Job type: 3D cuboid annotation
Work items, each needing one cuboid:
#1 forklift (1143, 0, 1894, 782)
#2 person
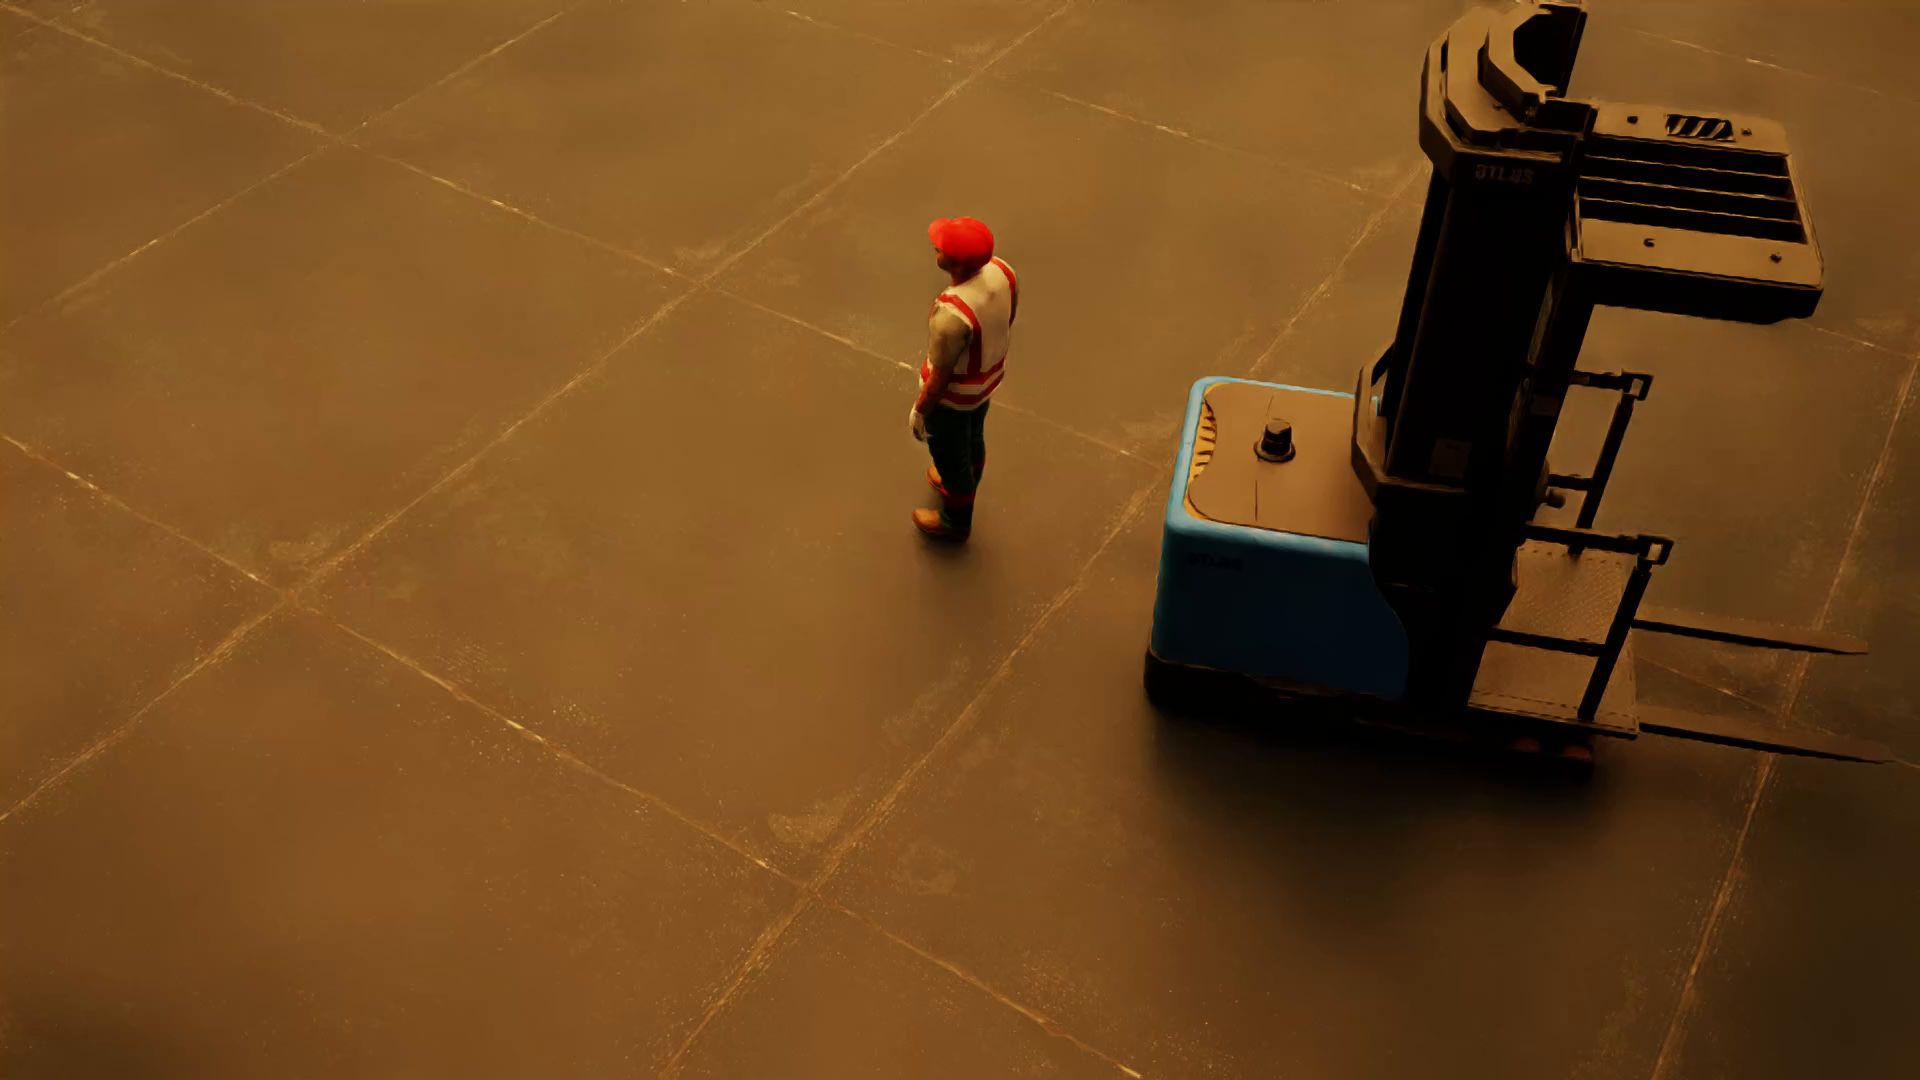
[{"bbox_3d":[2.369,-0.462,6.335,3.031,2.935,1.130,9,44,9],"label":"forklift"},{"bbox_3d":[-0.062,-0.719,7.369,0.563,1.787,0.637,24,48,23],"label":"person"}]
